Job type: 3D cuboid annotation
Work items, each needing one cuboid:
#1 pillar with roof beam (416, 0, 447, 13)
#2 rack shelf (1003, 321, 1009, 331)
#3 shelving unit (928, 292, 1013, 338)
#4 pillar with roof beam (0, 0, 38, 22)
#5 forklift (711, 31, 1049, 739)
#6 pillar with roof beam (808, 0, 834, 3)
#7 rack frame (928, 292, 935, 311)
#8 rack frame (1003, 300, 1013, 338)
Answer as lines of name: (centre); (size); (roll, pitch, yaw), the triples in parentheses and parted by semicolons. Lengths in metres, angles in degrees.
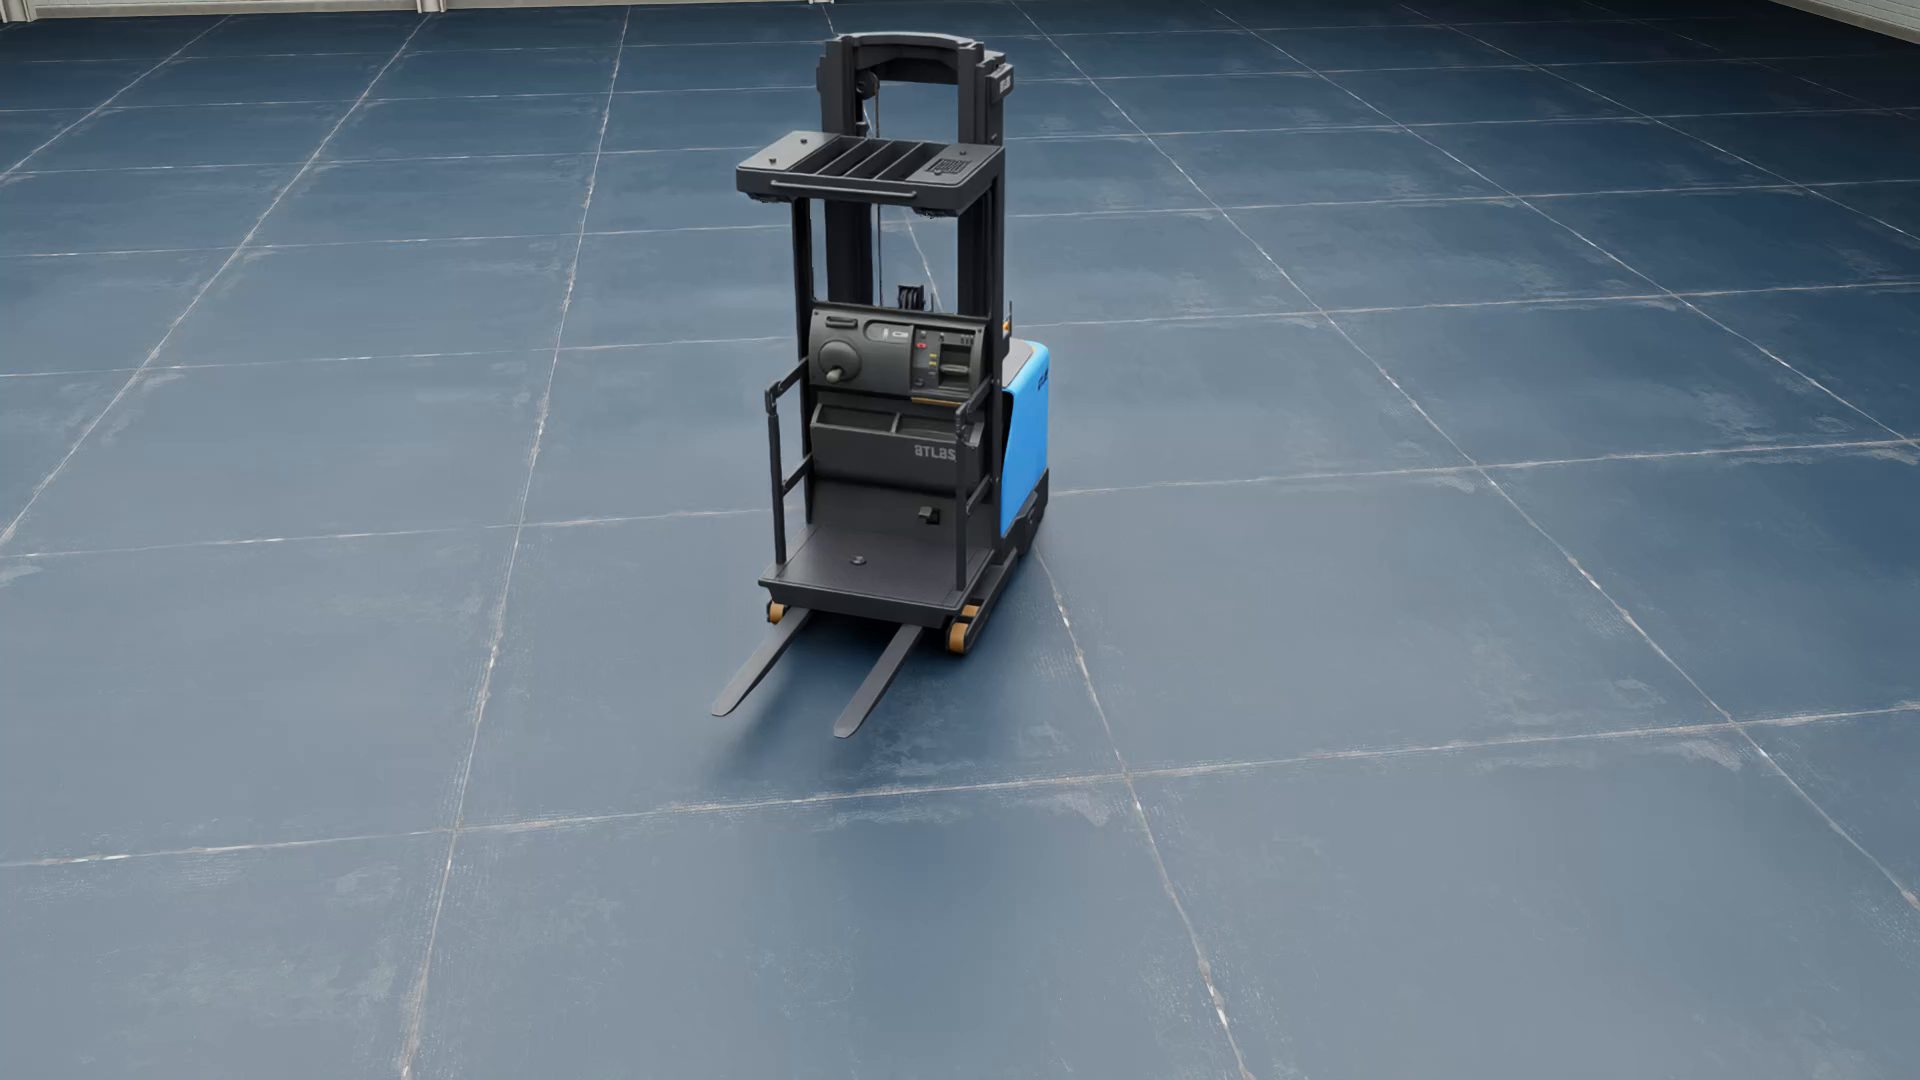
pillar with roof beam: (-7.548, -10.236, 19.842); (0.400, 9.000, 9.100); (-4, 27, -7)
rack shelf: (0.039, -1.227, 9.966); (0.480, 0.148, 0.258); (8, 28, 15)
shelving unit: (0.039, -0.877, 10.146); (0.503, 1.200, 0.258); (8, 28, 15)
pillar with roof beam: (-13.490, -9.854, 19.098); (0.400, 9.000, 9.100); (-4, 27, -7)
forklift: (-0.390, -0.916, 8.324); (1.130, 2.935, 3.031); (8, 28, 15)
pillar with roof beam: (-1.607, -10.617, 20.585); (0.400, 9.000, 9.100); (-4, 27, -7)
rack frame: (-0.195, -0.909, 10.208); (0.015, 1.200, 0.240); (8, 28, 15)
rack frame: (0.272, -0.846, 10.084); (0.015, 1.200, 0.240); (8, 28, 15)
